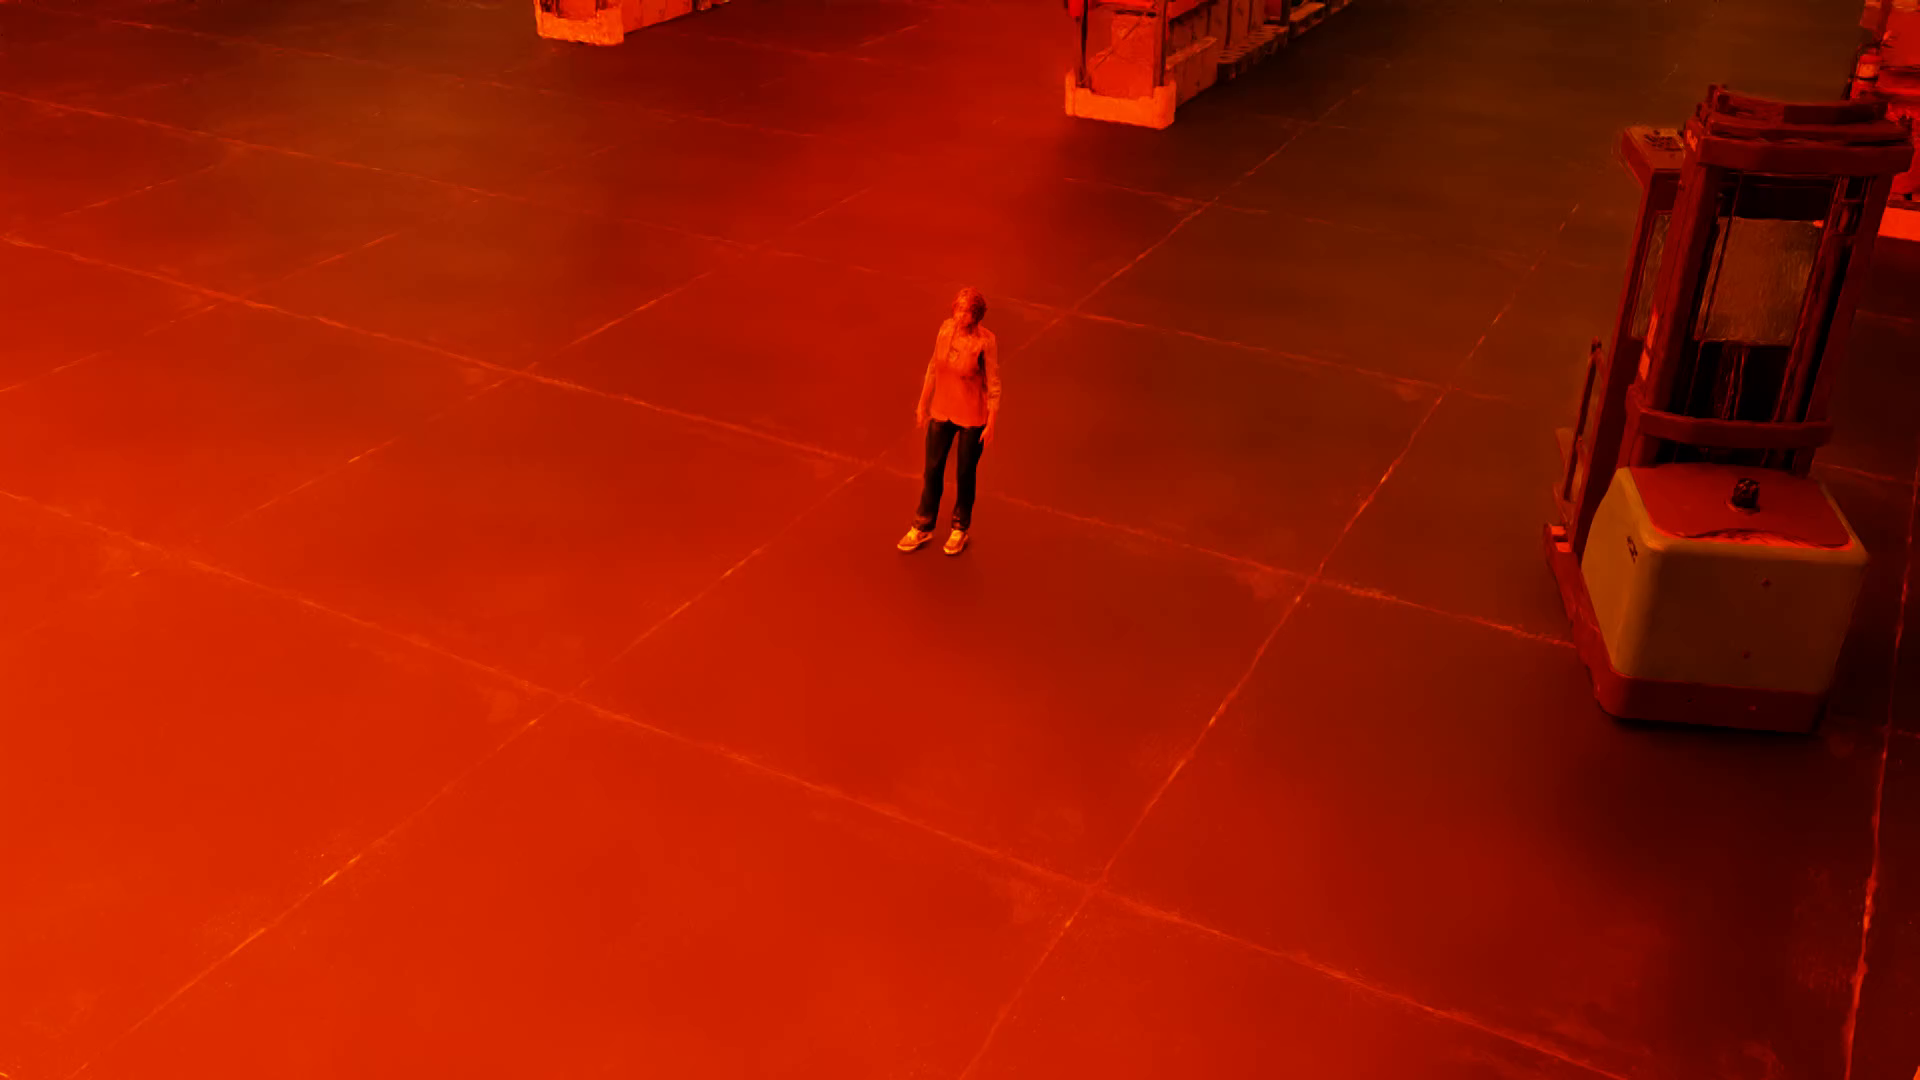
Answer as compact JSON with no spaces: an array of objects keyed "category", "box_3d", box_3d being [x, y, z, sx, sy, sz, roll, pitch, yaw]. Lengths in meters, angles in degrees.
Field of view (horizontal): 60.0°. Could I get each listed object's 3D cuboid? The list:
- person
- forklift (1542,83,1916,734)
[{"category":"person","box_3d":[-0.048,-0.669,9.550,0.520,1.597,0.474,15,33,25]},{"category":"forklift","box_3d":[3.979,-1.032,8.859,1.130,2.935,3.031,4,30,8]}]
